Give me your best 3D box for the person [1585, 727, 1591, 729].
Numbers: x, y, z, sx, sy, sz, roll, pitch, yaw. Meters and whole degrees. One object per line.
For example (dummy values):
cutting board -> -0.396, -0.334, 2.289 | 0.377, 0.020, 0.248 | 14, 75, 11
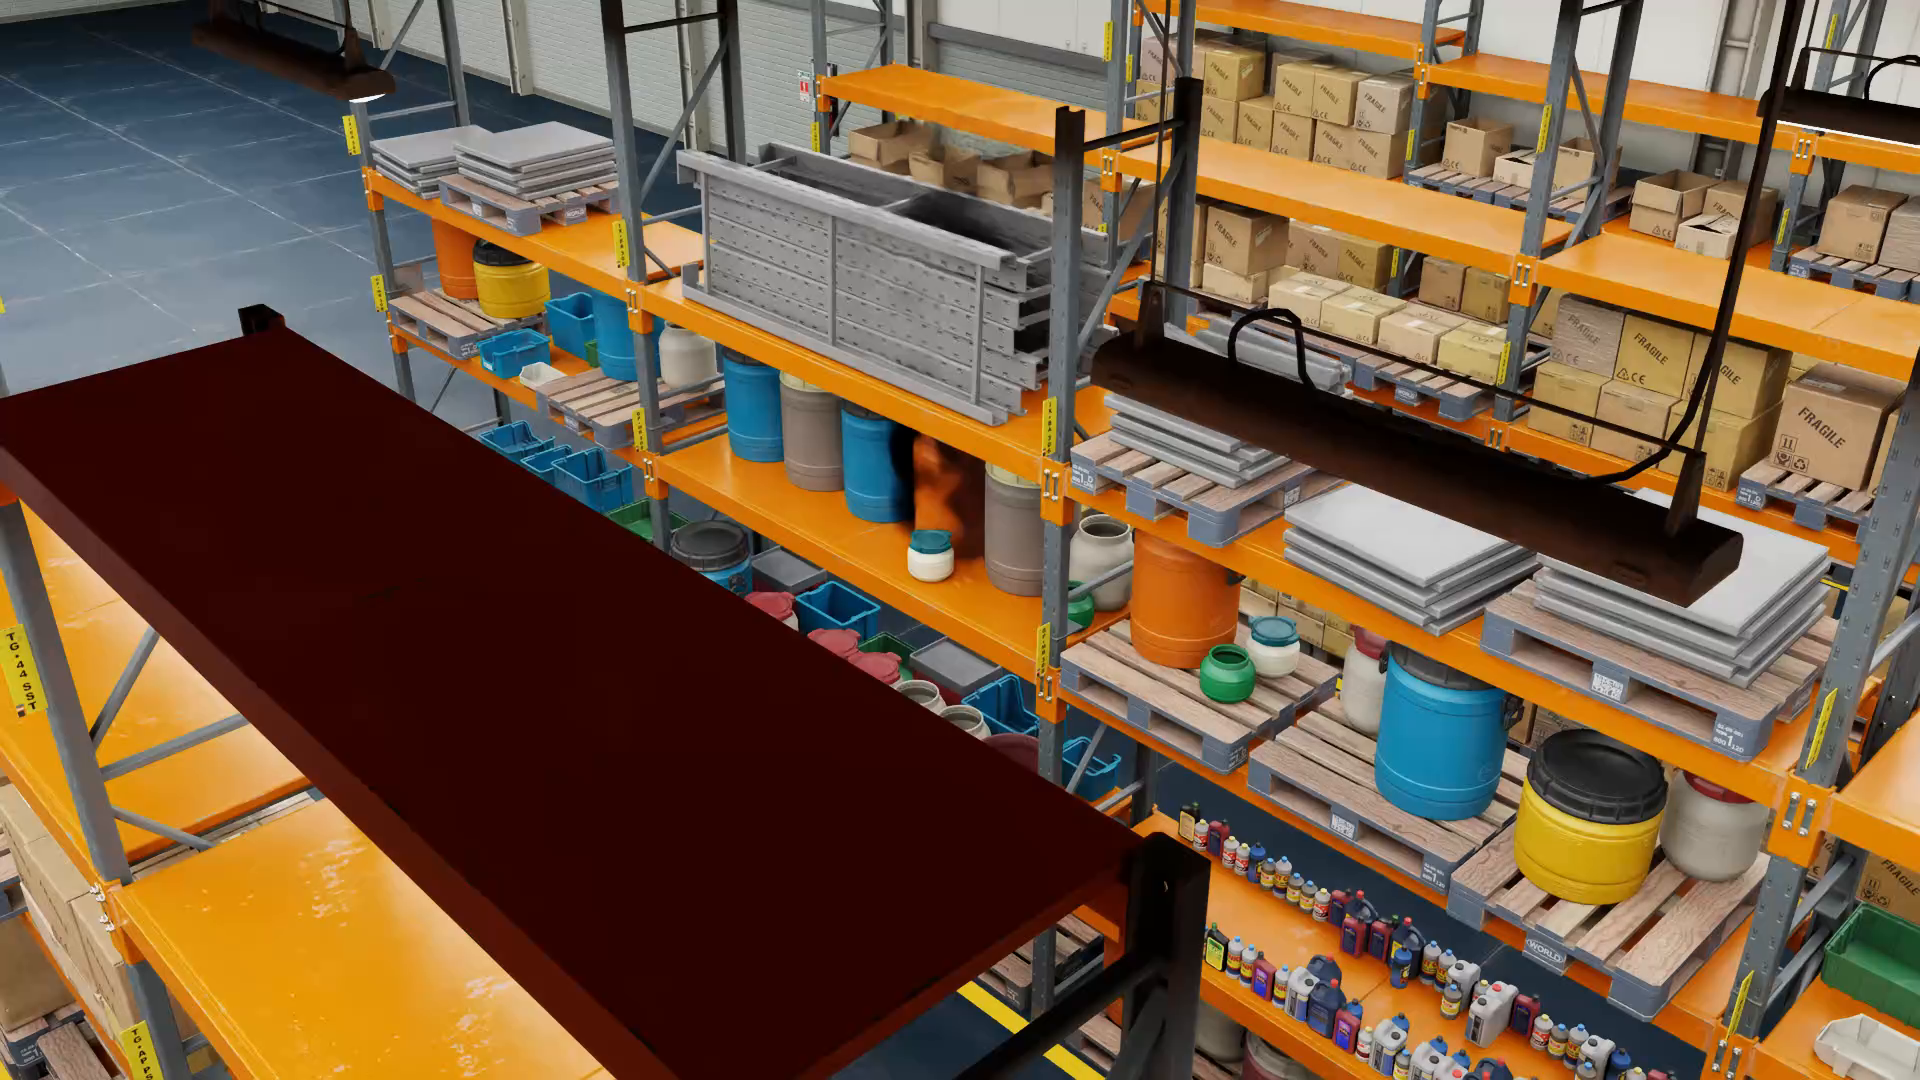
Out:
person -> 4.199, 1.846, 11.182 | 0.481, 1.613, 0.610 | 23, 36, 37
